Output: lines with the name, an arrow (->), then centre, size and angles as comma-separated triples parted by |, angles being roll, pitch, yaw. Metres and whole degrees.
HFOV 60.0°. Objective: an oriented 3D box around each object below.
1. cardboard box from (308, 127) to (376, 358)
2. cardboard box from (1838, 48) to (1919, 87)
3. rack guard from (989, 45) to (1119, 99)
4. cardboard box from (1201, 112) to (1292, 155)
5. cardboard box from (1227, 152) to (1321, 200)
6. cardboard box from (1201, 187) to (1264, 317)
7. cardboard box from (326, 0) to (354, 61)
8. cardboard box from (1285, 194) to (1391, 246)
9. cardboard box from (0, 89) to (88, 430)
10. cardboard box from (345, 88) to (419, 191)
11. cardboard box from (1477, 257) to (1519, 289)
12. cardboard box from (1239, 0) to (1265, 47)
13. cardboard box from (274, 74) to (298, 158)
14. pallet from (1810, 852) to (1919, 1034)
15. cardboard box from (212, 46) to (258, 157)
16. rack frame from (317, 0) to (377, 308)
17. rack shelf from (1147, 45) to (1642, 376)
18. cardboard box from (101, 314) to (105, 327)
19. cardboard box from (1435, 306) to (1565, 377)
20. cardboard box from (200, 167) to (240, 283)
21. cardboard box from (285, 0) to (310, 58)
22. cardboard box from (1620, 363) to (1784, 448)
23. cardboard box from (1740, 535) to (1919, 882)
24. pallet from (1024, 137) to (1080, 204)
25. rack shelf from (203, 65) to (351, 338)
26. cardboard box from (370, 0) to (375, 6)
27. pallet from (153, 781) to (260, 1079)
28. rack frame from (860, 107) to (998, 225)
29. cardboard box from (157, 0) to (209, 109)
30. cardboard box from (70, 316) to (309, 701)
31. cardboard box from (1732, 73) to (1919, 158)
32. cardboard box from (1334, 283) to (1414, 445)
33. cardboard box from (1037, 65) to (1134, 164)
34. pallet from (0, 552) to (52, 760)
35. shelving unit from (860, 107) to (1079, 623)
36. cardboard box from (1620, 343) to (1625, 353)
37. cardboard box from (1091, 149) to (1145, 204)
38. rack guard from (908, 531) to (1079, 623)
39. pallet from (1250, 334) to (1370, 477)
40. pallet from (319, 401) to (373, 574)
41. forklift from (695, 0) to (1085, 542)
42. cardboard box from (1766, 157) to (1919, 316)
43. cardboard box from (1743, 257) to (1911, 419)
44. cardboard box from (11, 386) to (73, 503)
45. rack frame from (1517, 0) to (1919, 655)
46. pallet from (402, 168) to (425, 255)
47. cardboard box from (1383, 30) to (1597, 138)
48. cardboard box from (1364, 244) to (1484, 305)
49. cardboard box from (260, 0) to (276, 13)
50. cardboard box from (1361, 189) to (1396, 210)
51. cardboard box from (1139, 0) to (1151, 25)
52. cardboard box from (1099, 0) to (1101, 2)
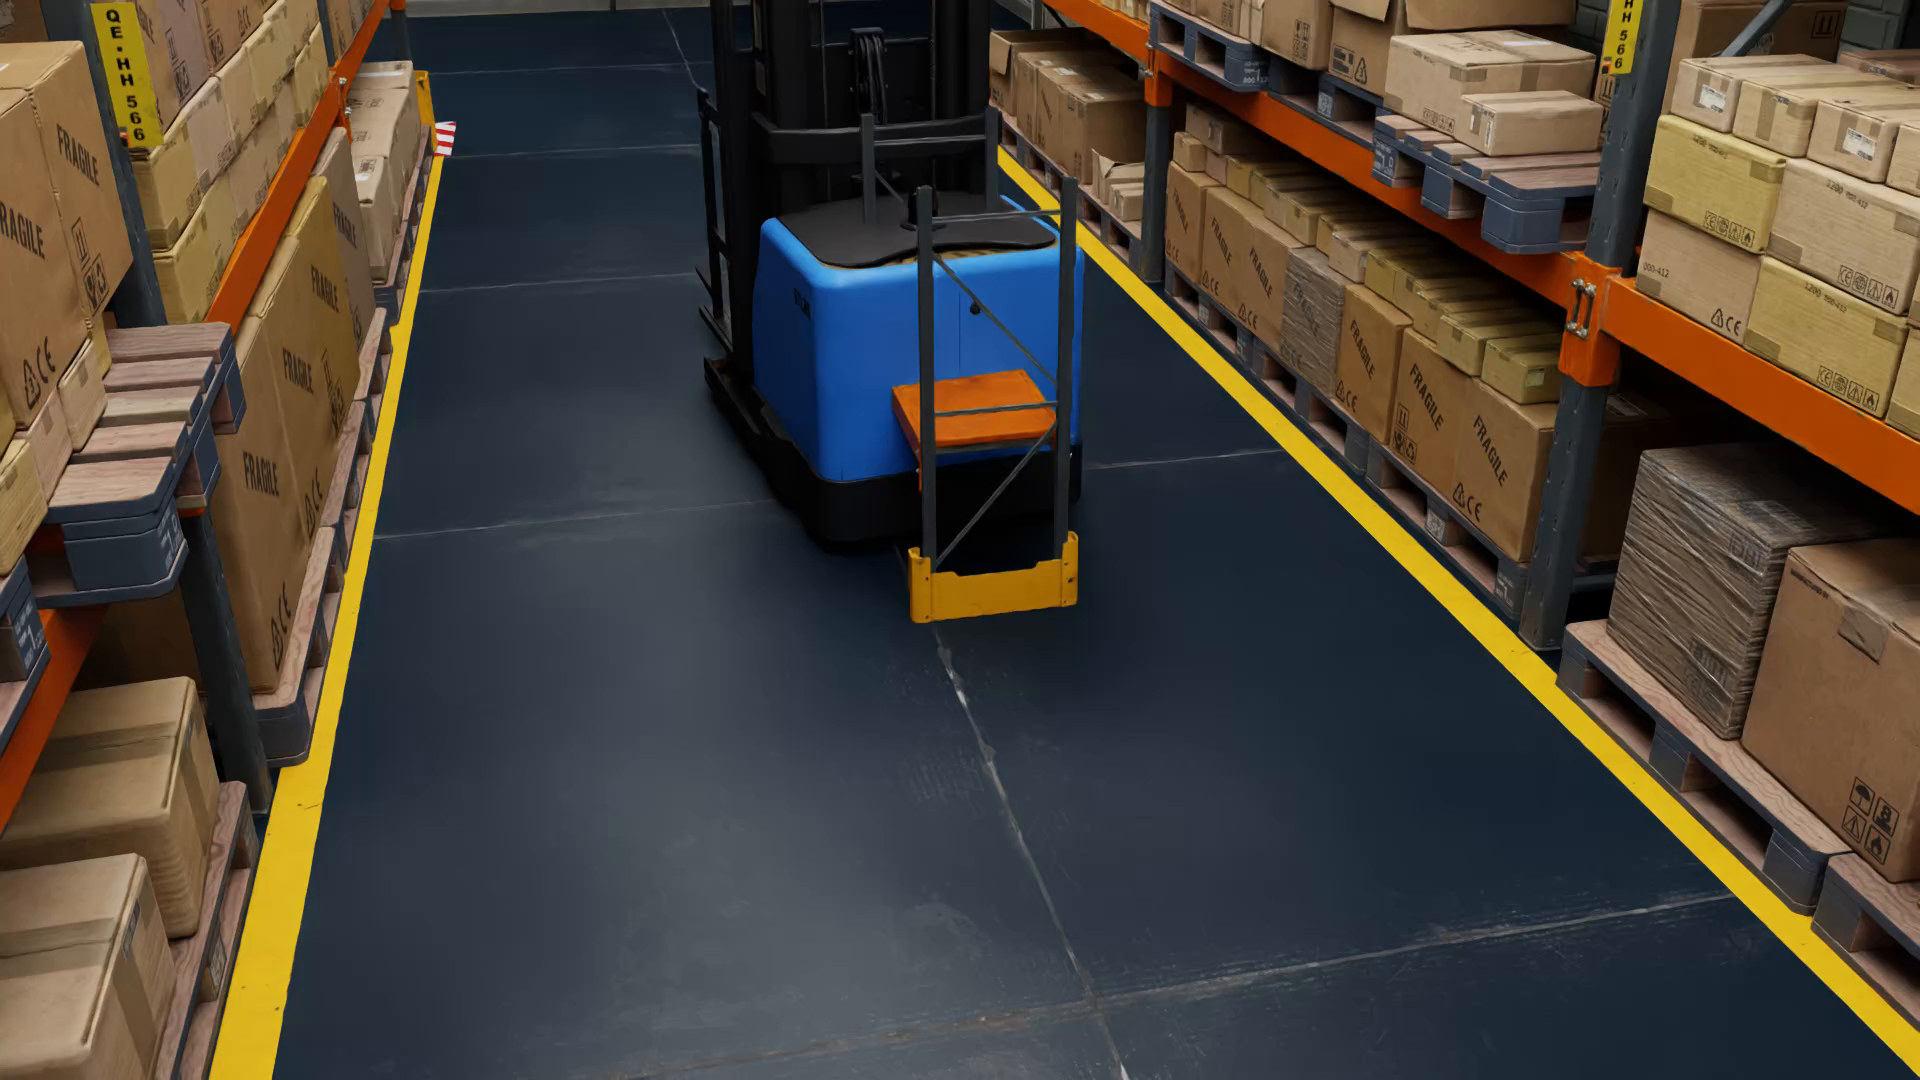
cardboard box -> -3.140, -1.264, 7.317 | 0.875, 0.875, 0.875 | -5, 27, -10
cardboard box -> 2.649, -1.250, 4.568 | 0.380, 0.149, 0.250 | -5, 27, -10
rack guard -> 0.593, -3.401, 12.434 | 1.175, 0.500, 0.348 | -6, 27, -12
cardboard box -> 1.404, -1.995, 8.131 | 0.380, 0.149, 0.250 | -7, 28, -14
cardboard box -> 1.506, -1.746, 7.968 | 0.380, 0.149, 0.250 | -7, 28, -14
cardboard box -> 1.497, -1.398, 7.999 | 0.500, 0.500, 0.500 | -6, 27, -12
cardboard box -> -3.208, -2.566, 7.894 | 0.500, 0.500, 0.500 | -5, 27, -10
cardboard box -> 1.654, -1.404, 7.292 | 0.380, 0.149, 0.250 | -5, 27, -10
cardboard box -> -1.956, -0.501, 3.006 | 0.500, 0.500, 0.500 | -6, 27, -12
cardboard box -> -3.799, -2.408, 10.069 | 0.875, 0.438, 0.875 | -5, 27, -10
cardboard box -> 2.320, -1.119, 6.726 | 0.380, 0.149, 0.250 | -7, 28, -13
cardboard box -> 1.417, -2.273, 7.108 | 0.396, 0.266, 0.258 | -5, 27, -9
cardboard box -> -2.802, -1.603, 6.264 | 0.500, 0.250, 0.500 | -7, 28, -13
pallet -> 2.798, 1.106, 3.824 | 1.003, 0.211, 1.213 | -6, 27, -12
cardboard box -> -2.546, -1.384, 5.274 | 0.500, 0.250, 0.500 | -6, 27, -12
rack frame -> -3.358, -2.289, 7.456 | 1.000, 3.000, 0.127 | -6, 27, -12
rack shelf -> 1.928, -1.595, 6.880 | 1.077, 0.370, 4.000 | -6, 27, -12
cardboard box -> -2.153, -0.488, 3.701 | 0.380, 0.149, 0.250 | -5, 27, -10
cardboard box -> 1.929, -0.707, 5.911 | 0.380, 0.149, 0.250 | -7, 28, -14
cardboard box -> -2.454, -0.930, 4.930 | 0.500, 0.250, 0.500 | -7, 28, -13
cardboard box -> -2.902, -2.058, 6.609 | 0.500, 0.250, 0.500 | -5, 27, -10
cardboard box -> 2.557, -0.324, 5.870 | 0.500, 0.500, 0.500 | -5, 27, -10
cardboard box -> 2.661, 0.395, 4.307 | 0.875, 0.625, 0.625 | -5, 27, -10
pallet -> 1.045, -2.388, 10.747 | 1.003, 0.211, 1.213 | -6, 27, -12
rack shelf -> -2.907, -1.090, 5.878 | 1.077, 0.370, 4.000 | -6, 27, -12
cardboard box -> -3.540, -3.233, 9.215 | 0.500, 0.500, 0.500 | -5, 27, -10
pallet -> -2.282, 1.055, 3.925 | 1.003, 0.211, 1.213 | -6, 27, -12
rack frame -> -0.105, -0.870, 6.306 | 0.500, 1.500, 0.032 | -6, 27, -11
cardboard box -> -2.450, -1.482, 4.637 | 0.500, 0.500, 0.500 | -6, 27, -11
cardboard box -> -2.531, -0.083, 4.978 | 0.875, 0.875, 0.875 | -6, 27, -12
cardboard box -> 2.225, -1.086, 4.242 | 0.380, 0.149, 0.250 | -5, 27, -10
cardboard box -> 1.851, -0.724, 6.664 | 0.500, 0.500, 0.500 | -5, 27, -9
cardboard box -> 0.798, -2.723, 10.623 | 0.500, 0.500, 0.500 | -5, 27, -11
pallet -> -1.970, 0.418, 2.306 | 1.003, 0.211, 1.213 | -6, 27, -12
shelving unit -> 0.004, -0.650, 5.871 | 0.587, 1.500, 1.083 | -6, 27, -11
cardboard box -> 2.531, -0.780, 6.054 | 0.380, 0.149, 0.250 | -5, 27, -10
cardboard box -> 0.985, -2.133, 9.715 | 0.396, 0.266, 0.258 | -5, 27, -10
rack guard -> 0.117, 0.126, 5.719 | 0.587, 0.250, 0.087 | -6, 27, -11
pallet -> 1.976, -0.660, 7.323 | 1.003, 0.211, 1.213 | -6, 27, -12
pallet -> -2.832, -0.176, 6.365 | 1.003, 0.211, 1.213 | -6, 27, -12
forklift -> -0.520, -1.944, 6.849 | 1.130, 2.935, 3.031 | -9, 28, -18
cardboard box -> 2.353, -0.755, 4.029 | 0.500, 0.250, 0.500 | -5, 27, -10
cardboard box -> 2.349, -0.531, 4.139 | 0.500, 0.250, 0.500 | -7, 28, -13
cardboard box -> -1.873, -0.160, 3.052 | 0.380, 0.149, 0.250 | -7, 28, -14
rack frame -> 2.379, -1.039, 4.979 | 1.000, 3.000, 0.127 | -6, 27, -12
pallet -> -3.731, -1.922, 9.824 | 1.003, 0.211, 1.213 | -6, 27, -12
cardboard box -> 1.826, -1.589, 5.770 | 0.500, 0.250, 0.500 | -7, 28, -14
cardboard box -> 1.841, -1.057, 6.604 | 0.380, 0.149, 0.250 | -6, 27, -12
cardboard box -> -2.793, -2.158, 5.976 | 0.500, 0.500, 0.500 | -5, 27, -10
cardboard box -> 2.062, -1.566, 7.613 | 0.380, 0.149, 0.250 | -5, 27, -10
cardboard box -> 1.159, -2.797, 8.741 | 0.380, 0.149, 0.250 | -6, 27, -11
cardboard box -> 0.965, -3.138, 9.418 | 0.380, 0.149, 0.250 | -5, 27, -10
